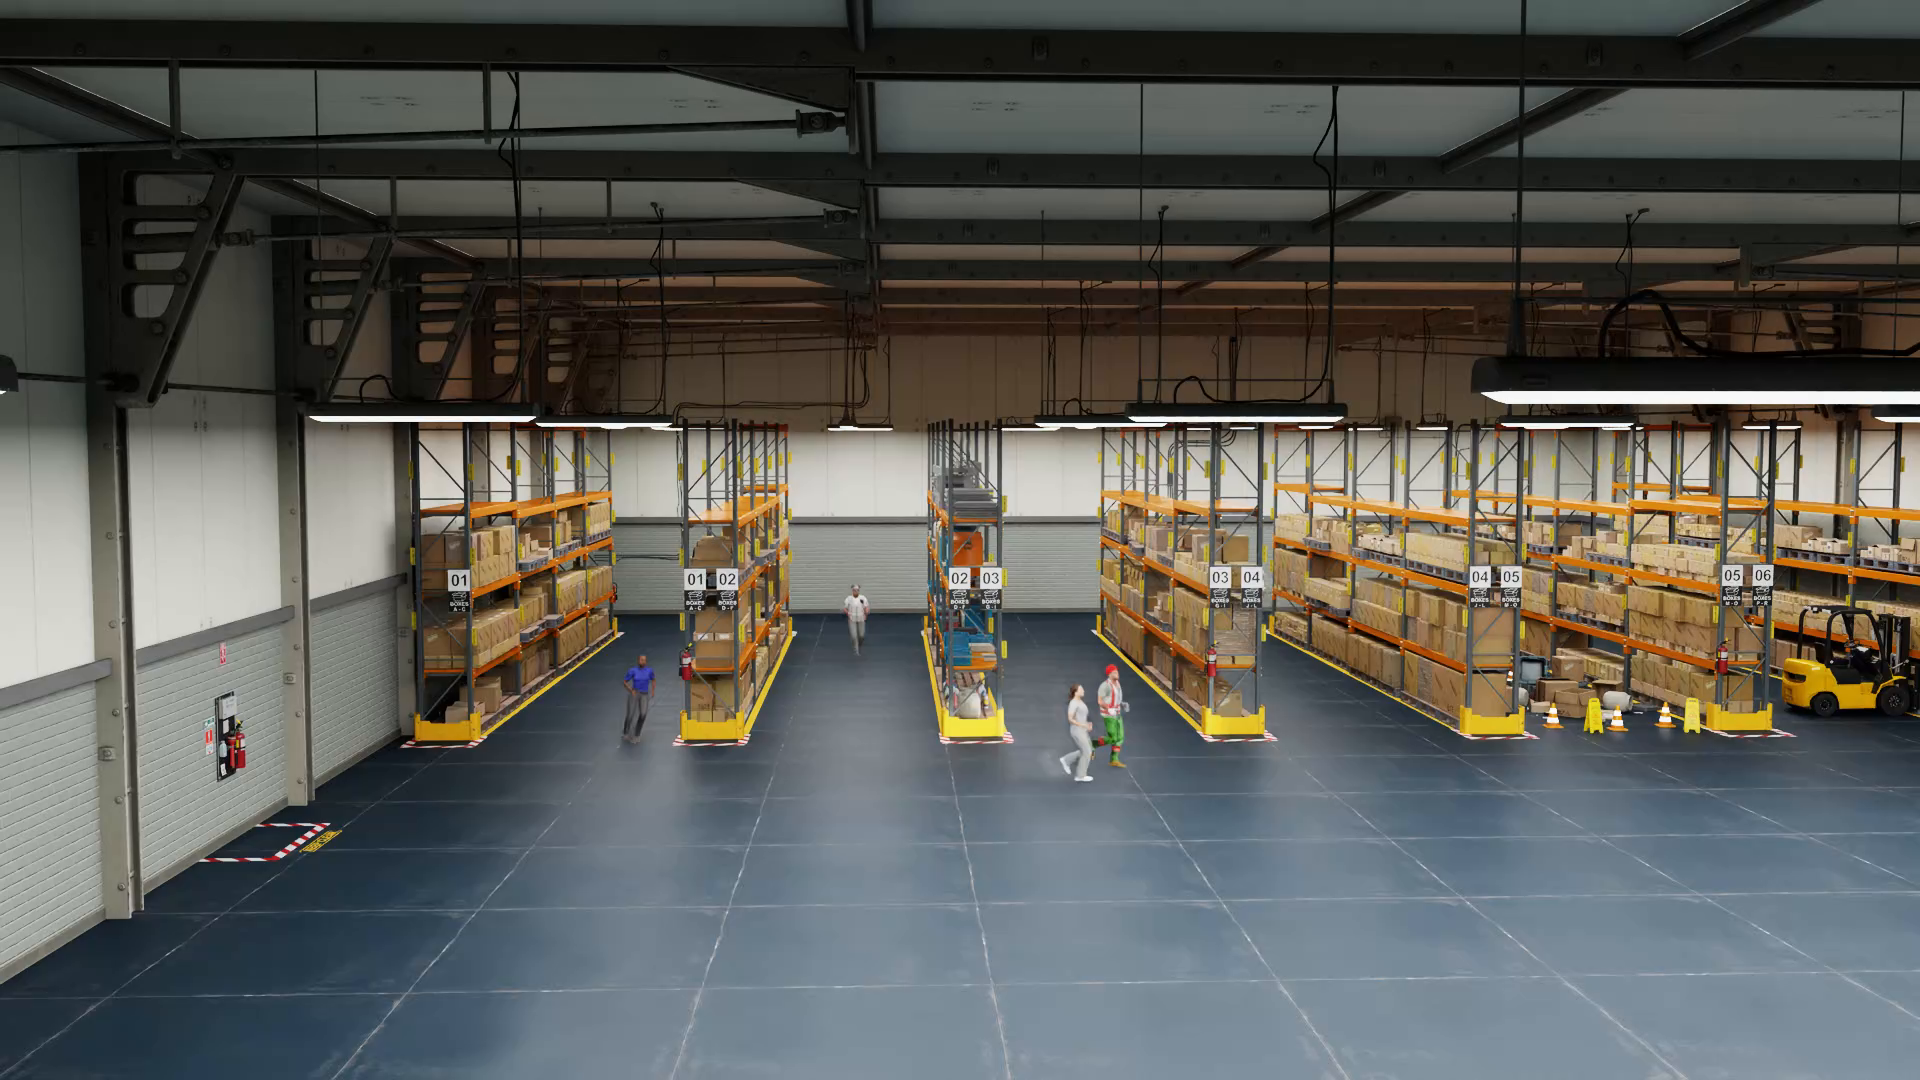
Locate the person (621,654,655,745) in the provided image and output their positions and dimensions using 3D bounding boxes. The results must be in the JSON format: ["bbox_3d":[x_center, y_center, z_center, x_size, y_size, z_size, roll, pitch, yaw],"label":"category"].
[{"bbox_3d":[-5.958,2.945,30.874,0.658,1.662,0.668,-1,4,-19],"label":"person"}]

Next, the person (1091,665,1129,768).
[{"bbox_3d":[2.561,3.020,28.675,0.700,1.765,0.657,2,4,32],"label":"person"}]

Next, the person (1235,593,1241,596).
[{"bbox_3d":[8.086,1.753,48.659,0.824,1.701,0.782,-1,4,-20],"label":"person"}]

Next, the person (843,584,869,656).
[{"bbox_3d":[-2.529,1.968,40.672,0.640,1.778,0.557,-1,4,-9],"label":"person"}]

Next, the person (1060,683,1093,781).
[{"bbox_3d":[1.914,3.155,27.368,0.594,1.617,0.561,1,4,18],"label":"person"}]
